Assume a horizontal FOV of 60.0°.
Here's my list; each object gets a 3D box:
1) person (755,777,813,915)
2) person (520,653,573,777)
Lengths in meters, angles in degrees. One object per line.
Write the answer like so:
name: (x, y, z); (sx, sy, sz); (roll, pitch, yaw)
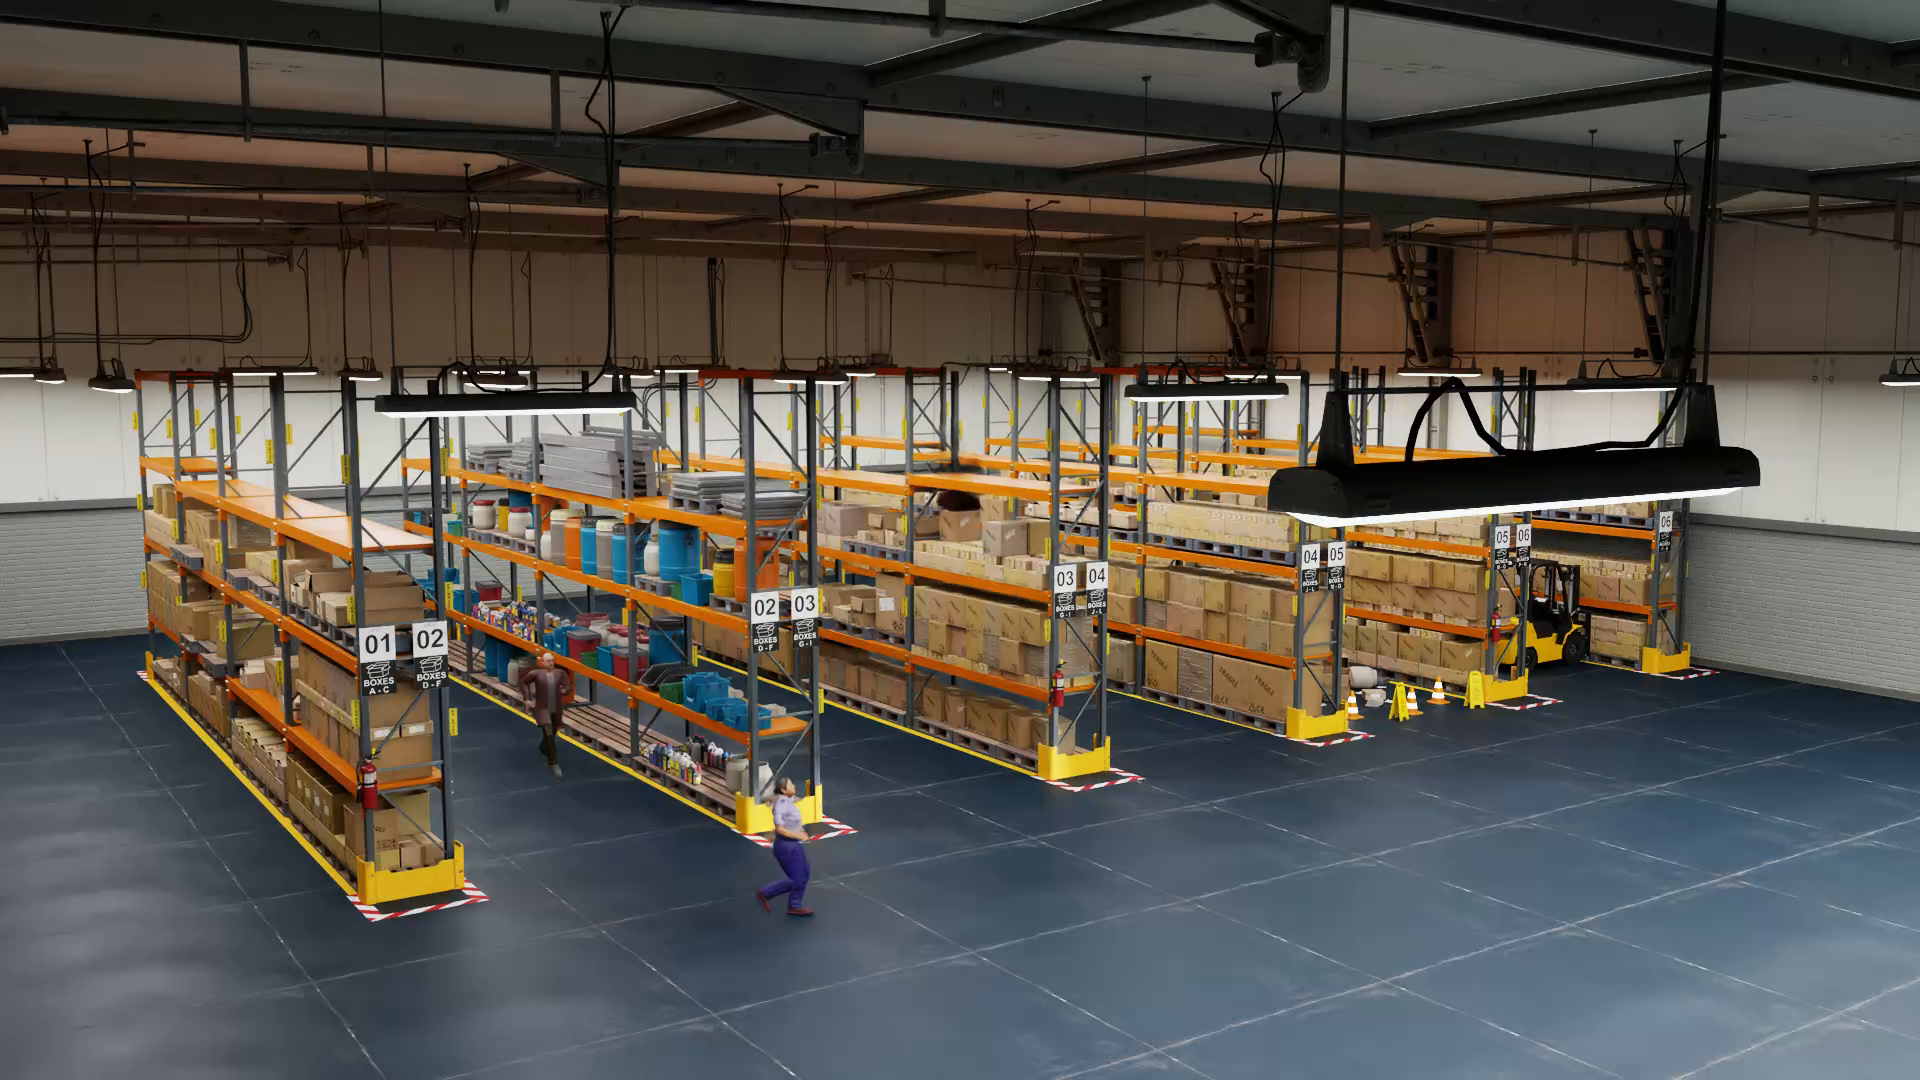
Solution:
person: (-1.951, 3.441, 18.668); (0.593, 1.587, 0.610); (-1, 6, -6)
person: (-6.217, 2.591, 25.129); (0.680, 1.812, 1.002); (-5, 8, -37)
